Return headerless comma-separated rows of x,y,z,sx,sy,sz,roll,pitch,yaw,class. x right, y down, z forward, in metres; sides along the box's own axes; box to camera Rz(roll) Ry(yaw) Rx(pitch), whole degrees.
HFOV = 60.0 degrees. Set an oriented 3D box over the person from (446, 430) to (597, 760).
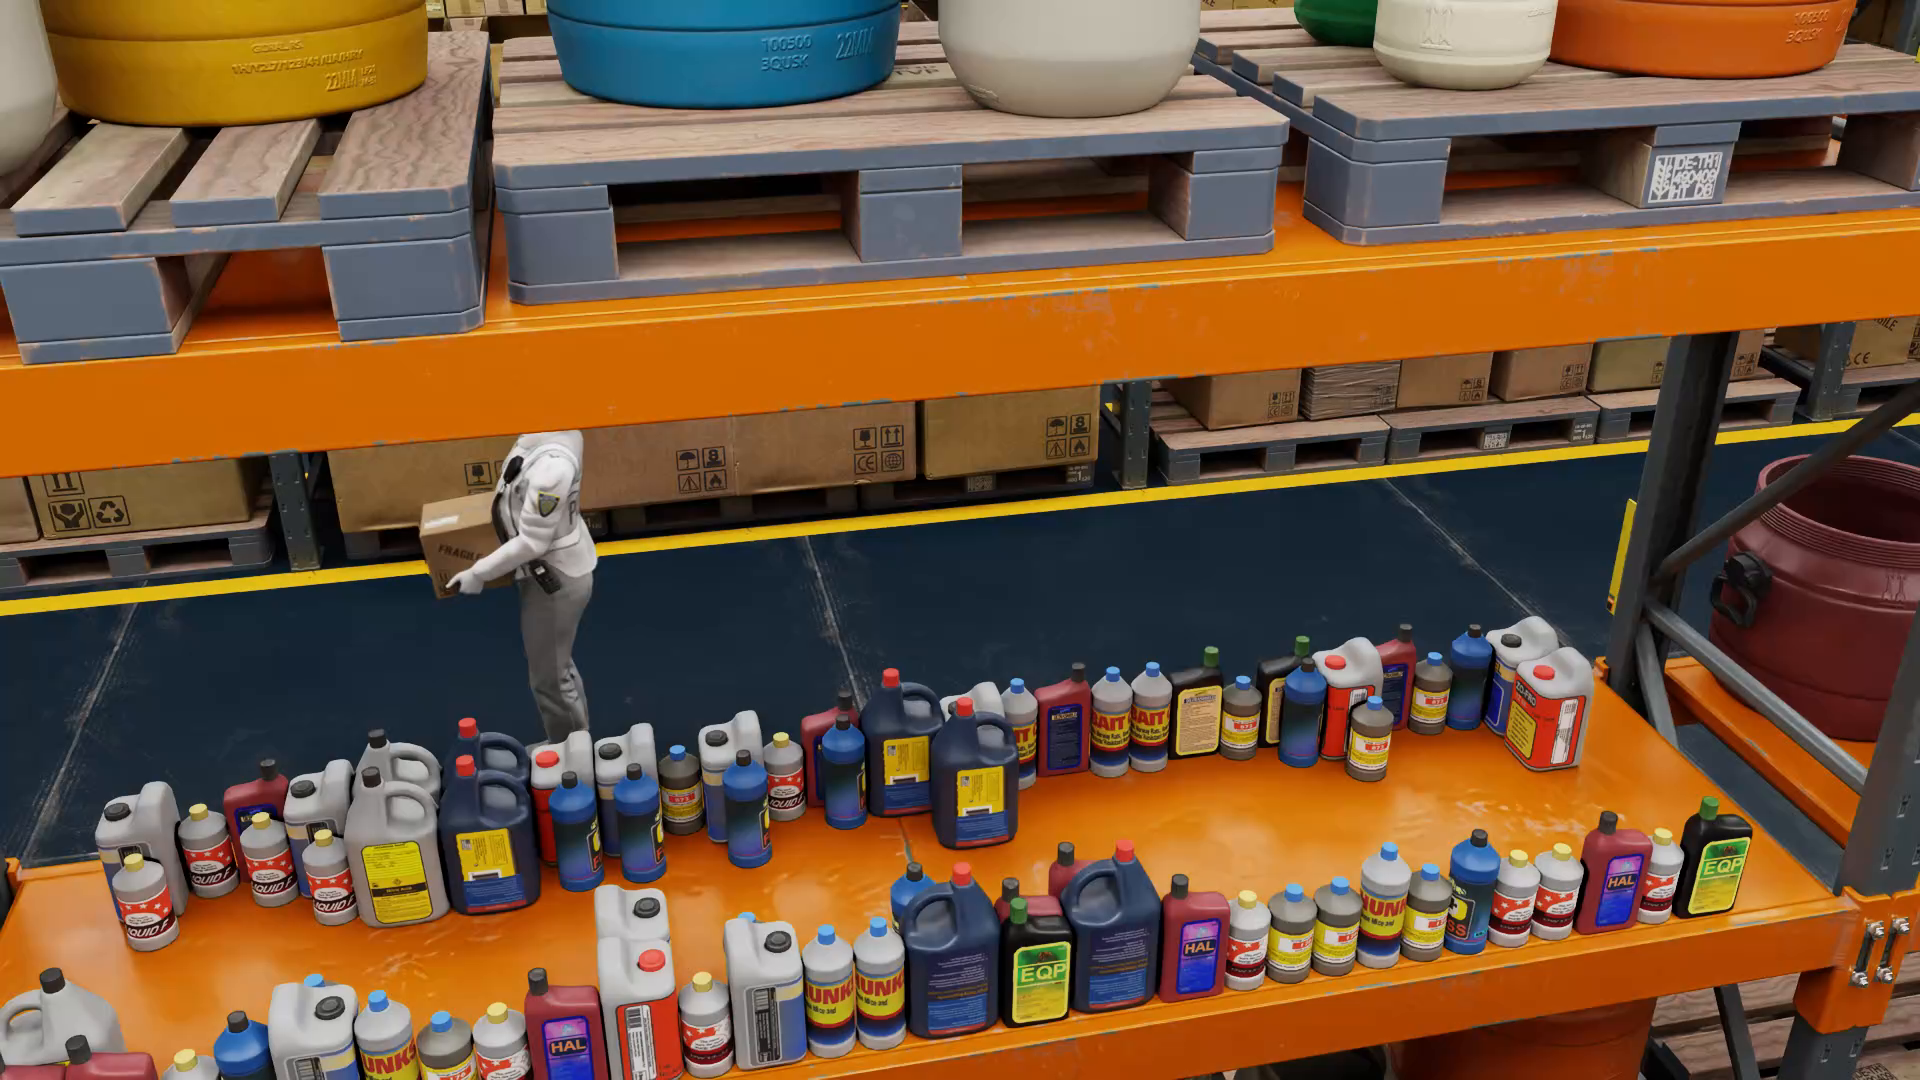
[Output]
-1.497,0.132,5.821,0.554,1.693,0.466,-6,28,-12,person
